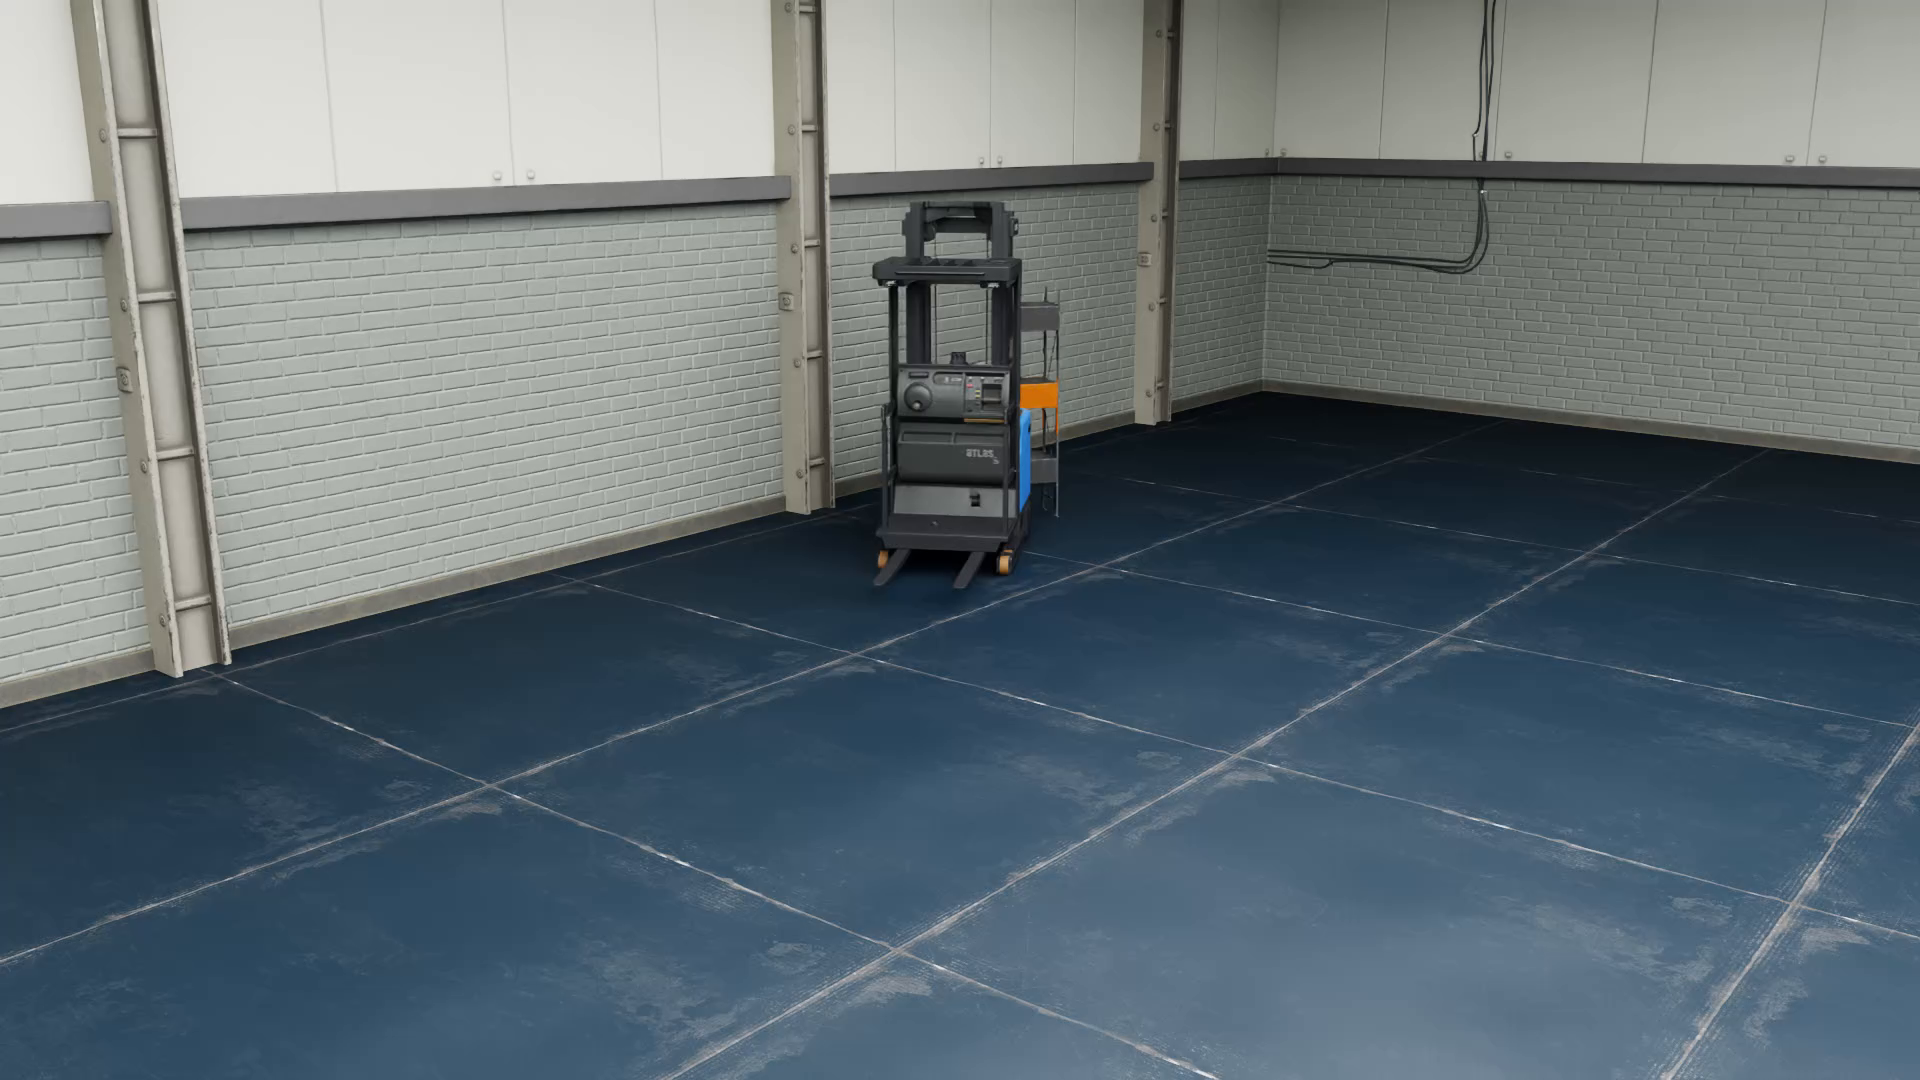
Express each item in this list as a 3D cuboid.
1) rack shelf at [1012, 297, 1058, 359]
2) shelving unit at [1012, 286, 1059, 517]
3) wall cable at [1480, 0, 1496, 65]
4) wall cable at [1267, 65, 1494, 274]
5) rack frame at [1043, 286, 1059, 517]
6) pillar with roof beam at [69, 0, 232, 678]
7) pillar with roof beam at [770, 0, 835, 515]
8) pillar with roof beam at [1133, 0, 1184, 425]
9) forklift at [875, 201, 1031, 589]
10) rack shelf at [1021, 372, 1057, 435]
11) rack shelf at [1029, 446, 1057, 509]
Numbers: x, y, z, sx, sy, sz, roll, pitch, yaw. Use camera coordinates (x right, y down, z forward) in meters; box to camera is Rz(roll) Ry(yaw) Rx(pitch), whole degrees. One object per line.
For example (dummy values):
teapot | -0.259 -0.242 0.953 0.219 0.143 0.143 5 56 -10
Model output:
rack shelf | 0.601 -1.925 15.145 0.480 0.518 0.431 -4 15 -14
shelving unit | 0.603 -1.260 15.315 0.503 2.100 0.431 -4 15 -14
wall cable | 7.329 -6.691 18.735 3.097 2.526 0.112 11 18 38
wall cable | 5.224 -4.662 21.005 3.097 2.526 0.112 11 18 38
rack frame | 0.839 -1.276 15.374 0.015 2.100 0.400 -4 15 -14
pillar with roof beam | -1.849 -2.843 7.539 9.100 9.000 0.400 11 18 38
pillar with roof beam | 1.922 -3.992 12.062 9.100 9.000 0.400 11 18 38
pillar with roof beam | 5.693 -5.141 16.585 9.100 9.000 0.400 11 18 38
forklift | -0.070 -1.230 13.510 1.130 2.935 3.031 2 14 7
rack shelf | 0.603 -1.247 15.318 0.480 0.518 0.431 -4 15 -14
rack shelf | 0.606 -0.569 15.492 0.480 0.518 0.431 -4 15 -14
